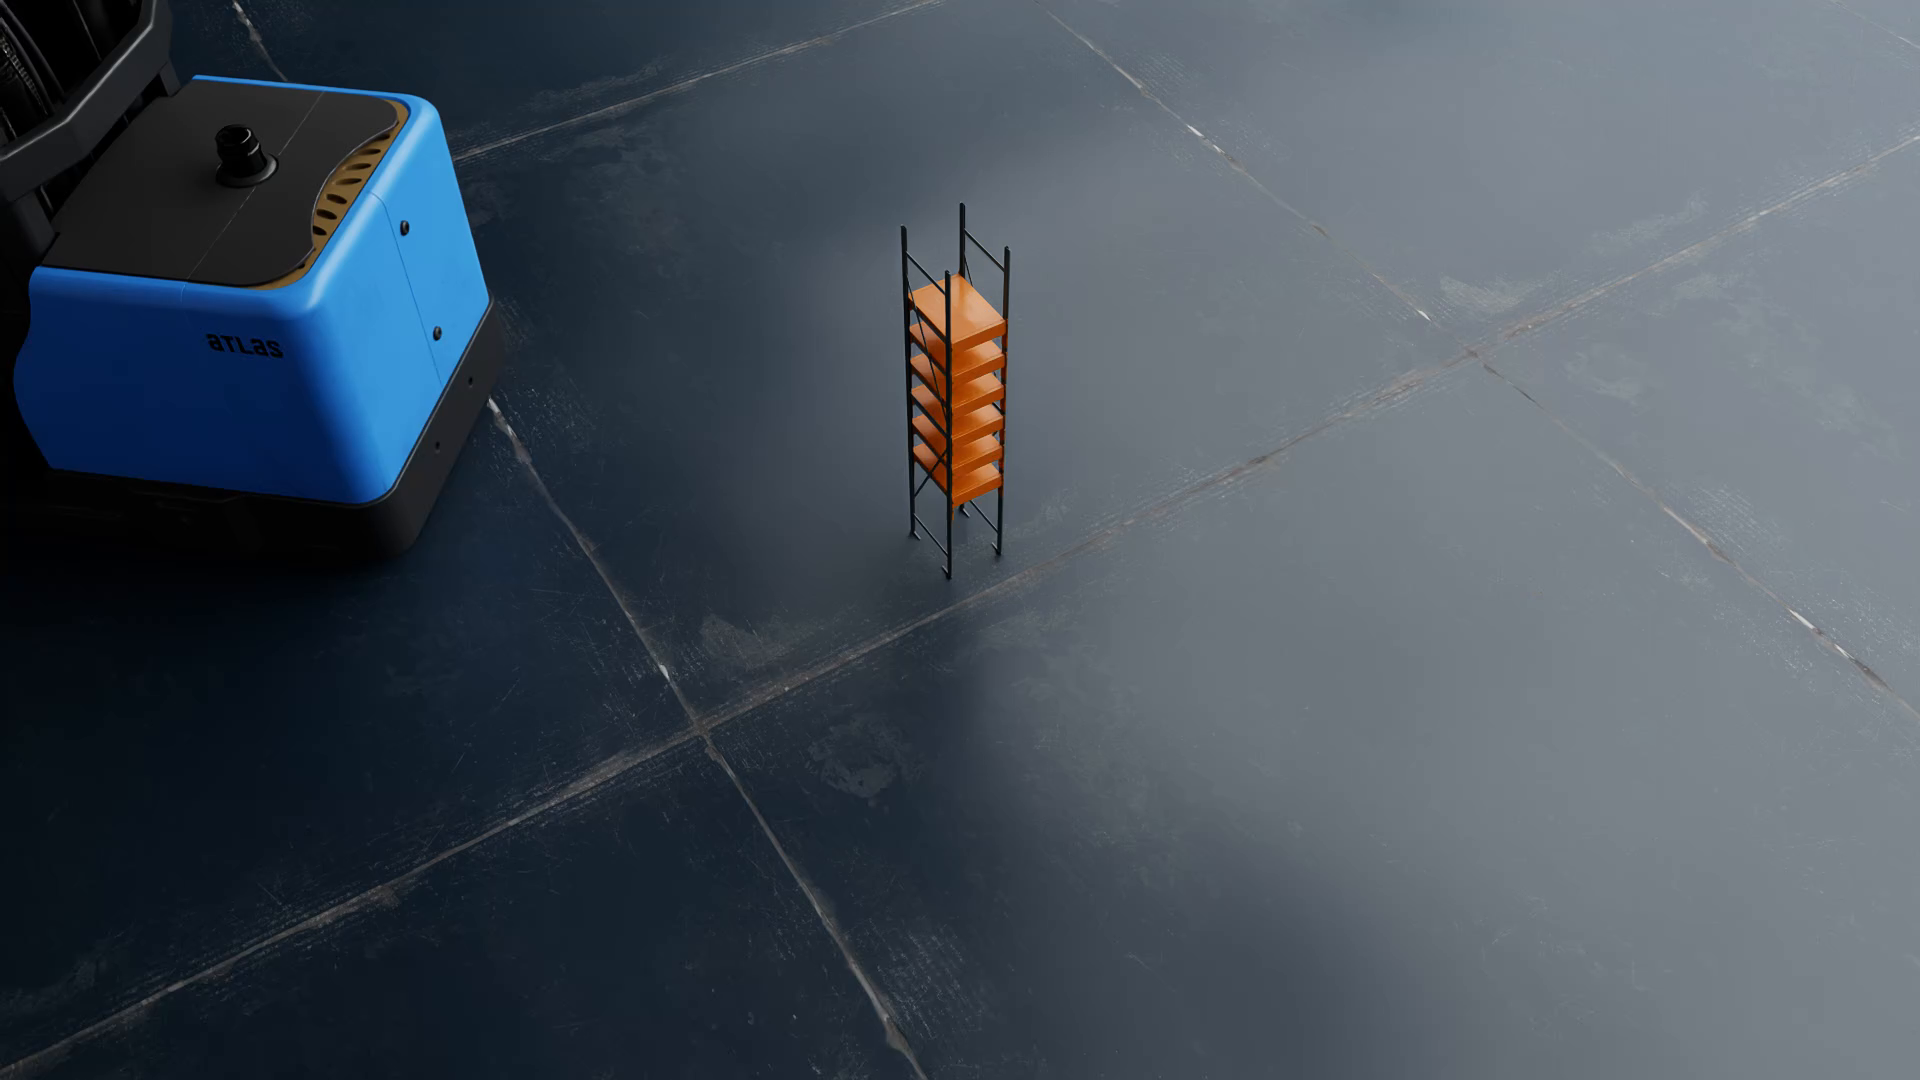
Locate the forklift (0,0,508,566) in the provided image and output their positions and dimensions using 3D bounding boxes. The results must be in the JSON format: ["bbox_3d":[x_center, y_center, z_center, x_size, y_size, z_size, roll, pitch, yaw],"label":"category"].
[{"bbox_3d":[-3.117,-1.414,4.547,3.031,2.935,1.130,7,49,6],"label":"forklift"}]

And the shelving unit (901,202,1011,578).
[{"bbox_3d":[-0.012,-0.393,4.797,0.189,1.200,0.258,-25,53,-21],"label":"shelving unit"}]

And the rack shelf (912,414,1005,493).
[{"bbox_3d":[-0.012,-0.284,4.920,0.180,0.103,0.258,-25,53,-21],"label":"rack shelf"}]

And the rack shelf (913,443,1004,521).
[{"bbox_3d":[-0.012,-0.204,5.009,0.180,0.103,0.258,-25,53,-21],"label":"rack shelf"}]

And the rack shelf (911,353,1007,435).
[{"bbox_3d":[-0.012,-0.444,4.740,0.180,0.103,0.258,-25,53,-21],"label":"rack shelf"}]

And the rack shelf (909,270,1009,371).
[{"bbox_3d":[-0.012,-0.603,4.561,0.180,0.103,0.258,-25,53,-21],"label":"rack shelf"}]

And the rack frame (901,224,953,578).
[{"bbox_3d":[-0.090,-0.357,4.764,0.006,1.200,0.240,-25,53,-21],"label":"rack frame"}]

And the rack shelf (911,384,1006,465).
[{"bbox_3d":[-0.012,-0.364,4.830,0.180,0.103,0.258,-25,53,-21],"label":"rack shelf"}]

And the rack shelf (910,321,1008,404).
[{"bbox_3d":[-0.012,-0.523,4.651,0.180,0.103,0.258,-25,53,-21],"label":"rack shelf"}]

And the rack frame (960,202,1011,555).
[{"bbox_3d":[0.065,-0.430,4.829,0.006,1.200,0.240,-25,53,-21],"label":"rack frame"}]
